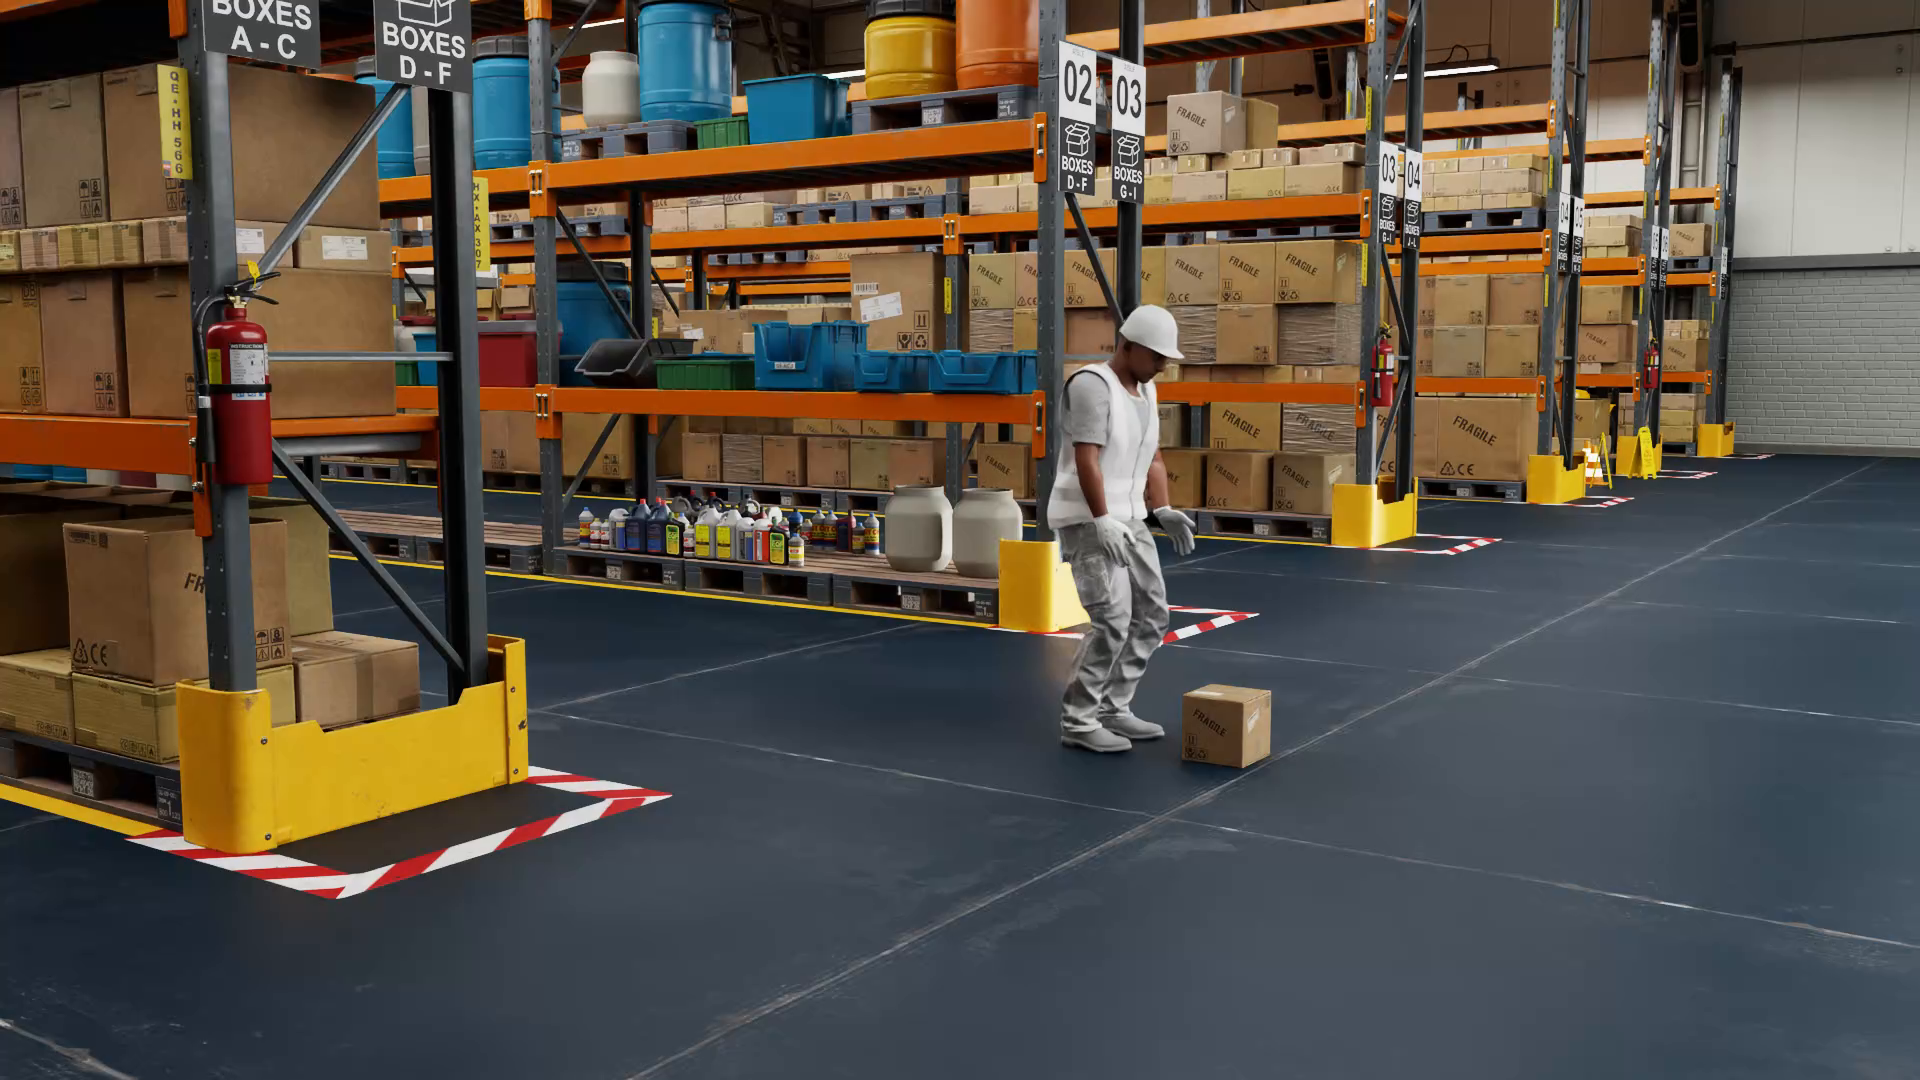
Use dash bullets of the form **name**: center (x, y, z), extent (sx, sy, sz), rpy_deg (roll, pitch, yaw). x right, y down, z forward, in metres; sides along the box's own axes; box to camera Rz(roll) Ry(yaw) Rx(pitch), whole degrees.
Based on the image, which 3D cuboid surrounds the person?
- **person**: center (0.626, -0.054, 6.487), extent (0.497, 1.709, 0.580), rpy_deg (5, 8, 36)
